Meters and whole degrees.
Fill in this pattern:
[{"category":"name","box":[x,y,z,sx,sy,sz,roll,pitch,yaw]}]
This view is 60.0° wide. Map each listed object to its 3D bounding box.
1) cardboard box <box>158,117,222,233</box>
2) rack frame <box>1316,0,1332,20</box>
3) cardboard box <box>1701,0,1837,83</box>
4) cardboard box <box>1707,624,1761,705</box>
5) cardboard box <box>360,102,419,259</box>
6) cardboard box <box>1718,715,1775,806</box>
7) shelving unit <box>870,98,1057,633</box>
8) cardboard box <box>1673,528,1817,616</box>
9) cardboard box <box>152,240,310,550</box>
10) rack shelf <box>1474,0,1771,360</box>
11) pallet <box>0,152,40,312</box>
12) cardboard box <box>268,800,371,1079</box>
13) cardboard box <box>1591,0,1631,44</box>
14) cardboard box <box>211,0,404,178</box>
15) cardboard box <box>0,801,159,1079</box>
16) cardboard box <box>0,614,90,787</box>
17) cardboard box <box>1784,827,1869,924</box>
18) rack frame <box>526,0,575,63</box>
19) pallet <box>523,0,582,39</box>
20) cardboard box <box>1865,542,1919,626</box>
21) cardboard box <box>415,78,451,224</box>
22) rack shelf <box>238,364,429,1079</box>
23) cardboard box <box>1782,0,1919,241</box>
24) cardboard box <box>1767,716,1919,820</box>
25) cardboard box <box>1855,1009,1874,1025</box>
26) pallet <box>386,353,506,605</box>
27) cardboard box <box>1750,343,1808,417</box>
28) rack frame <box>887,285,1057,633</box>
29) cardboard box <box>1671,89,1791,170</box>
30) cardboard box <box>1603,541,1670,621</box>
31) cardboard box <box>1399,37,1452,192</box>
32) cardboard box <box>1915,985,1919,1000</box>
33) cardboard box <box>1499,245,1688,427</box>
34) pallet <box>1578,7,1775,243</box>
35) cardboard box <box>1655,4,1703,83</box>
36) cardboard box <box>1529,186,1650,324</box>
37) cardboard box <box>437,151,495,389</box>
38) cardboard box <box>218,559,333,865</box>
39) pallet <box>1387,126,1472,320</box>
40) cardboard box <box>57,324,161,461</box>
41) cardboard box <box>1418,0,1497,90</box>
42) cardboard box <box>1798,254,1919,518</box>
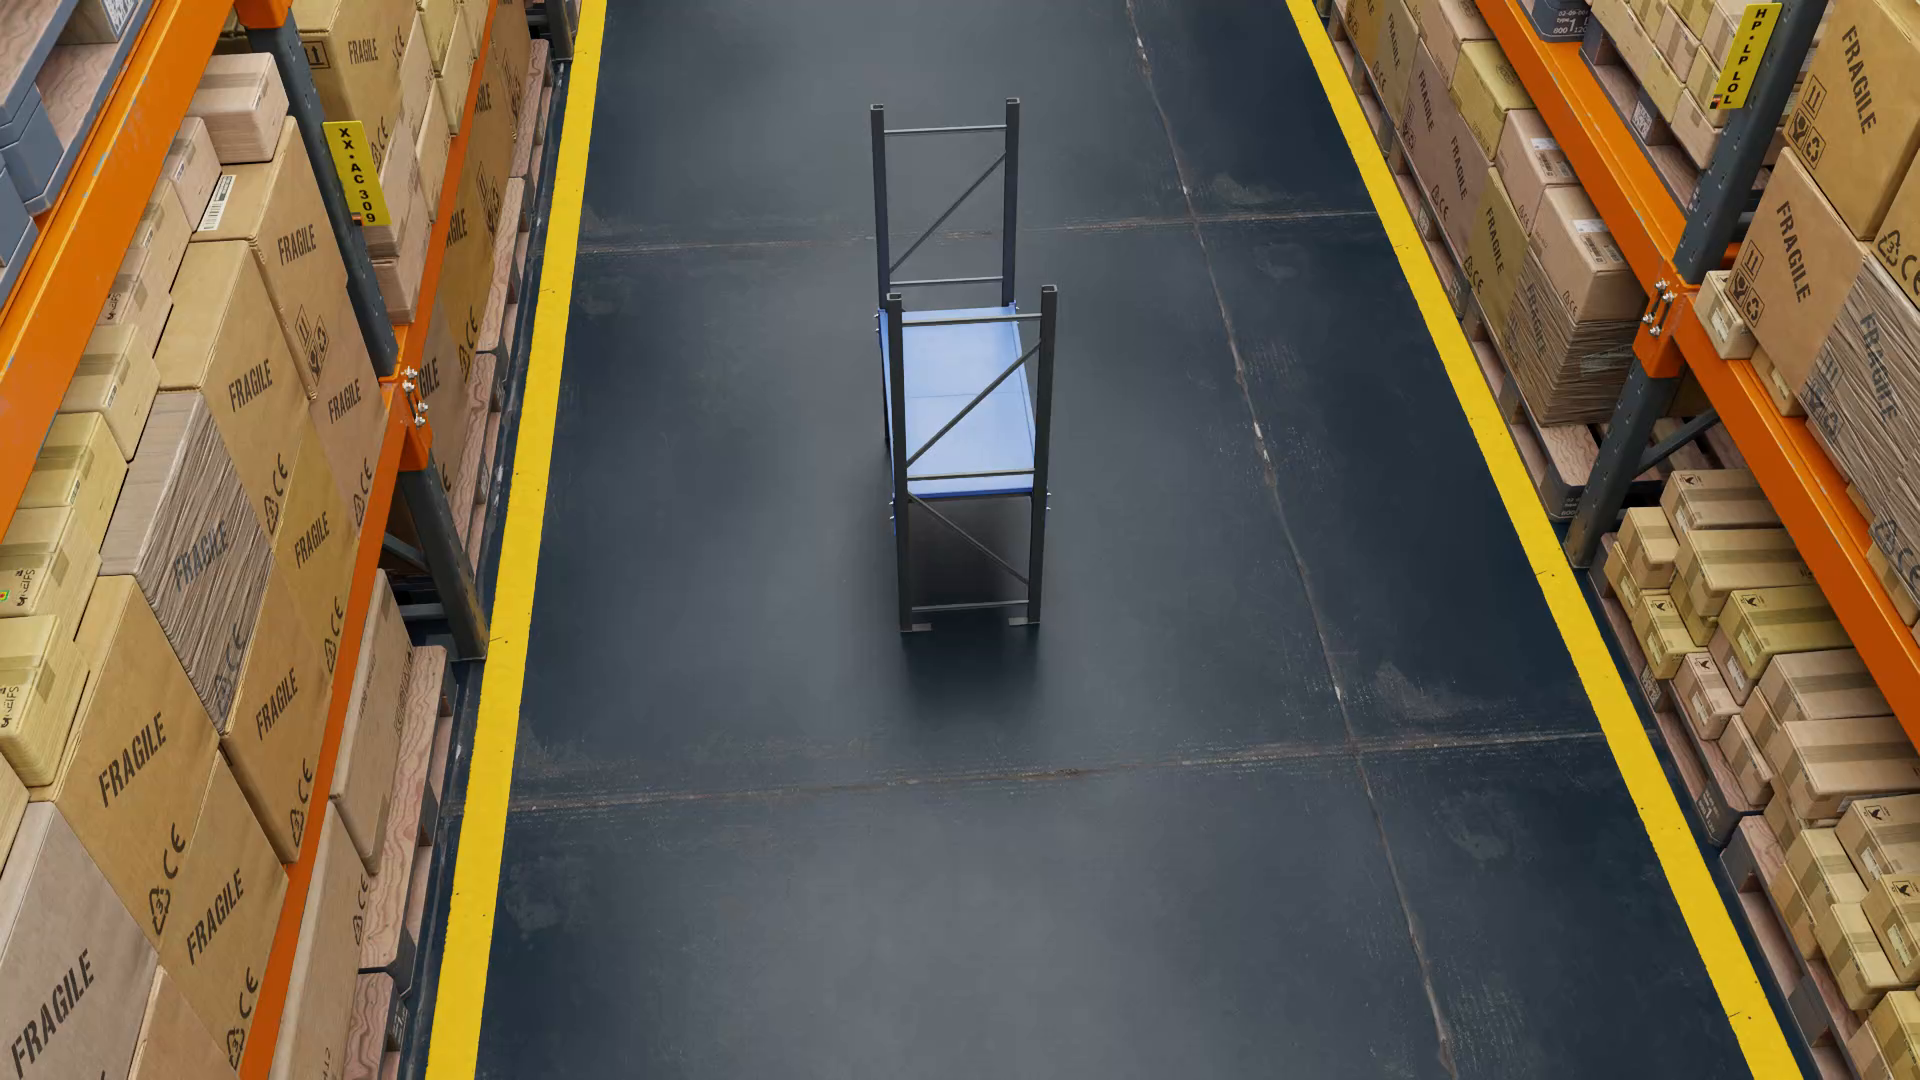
[{"category":"cardboard box","box":[-1.911,-0.820,3.756,0.380,0.149,0.250,-2,47,-2]},{"category":"rack frame","box":[2.421,-3.888,7.866,1.000,3.000,0.127,-3,47,-3]},{"category":"cardboard box","box":[2.528,-1.535,5.112,0.380,0.149,0.250,-2,47,-1]},{"category":"cardboard box","box":[2.635,0.373,5.300,0.380,0.149,0.250,-4,47,-4]},{"category":"cardboard box","box":[-1.924,-1.075,4.962,0.500,0.250,0.500,-5,47,-4]},{"category":"cardboard box","box":[2.632,0.675,5.219,0.380,0.149,0.250,-4,47,-4]},{"category":"shelving unit","box":[-0.007,-0.577,5.764,0.538,1.500,1.048,-3,47,-3]},{"category":"cardboard box","box":[2.543,0.102,5.352,0.380,0.149,0.250,-1,47,-1]},{"category":"cardboard box","box":[-1.819,-0.306,3.716,0.500,0.500,0.500,-4,47,-4]},{"category":"rack shelf","box":[2.589,-2.193,6.757,1.077,0.370,4.000,-3,47,-3]},{"category":"pallet","box":[-2.011,-0.147,2.319,1.003,0.211,1.213,-3,47,-3]},{"category":"cardboard box","box":[-2.147,1.226,4.499,0.875,0.438,0.875,-5,47,-4]},{"category":"cardboard box","box":[2.464,-1.877,5.845,0.380,0.149,0.250,-6,47,-5]},{"category":"cardboard box","box":[-1.918,-1.334,4.690,0.500,0.500,0.500,-3,47,-3]},{"category":"cardboard box","box":[-1.691,0.786,2.682,0.500,0.500,0.500,-4,47,-4]},{"category":"cardboard box","box":[-1.675,0.275,2.719,0.380,0.149,0.250,-5,47,-4]},{"category":"cardboard box","box":[2.612,0.956,4.748,0.380,0.149,0.250,-4,47,-4]},{"category":"rack frame","box":[-2.503,-3.514,7.512,1.000,3.000,0.127,-3,47,-3]},{"category":"pallet","box":[-2.567,-3.120,9.060,1.003,0.211,1.213,-3,47,-3]},{"category":"cardboard box","box":[2.597,0.073,4.288,0.380,0.149,0.250,-3,47,-3]},{"category":"cardboard box","box":[-1.987,-1.277,5.496,0.500,0.250,0.500,-5,47,-4]},{"category":"rack shelf","box":[-2.001,1.075,3.662,1.077,0.370,4.000,-3,47,-3]},{"category":"cardboard box","box":[2.551,-1.133,4.294,0.500,0.500,0.500,-2,47,-2]},{"category":"cardboard box","box":[2.597,0.659,4.825,0.380,0.149,0.250,-3,47,-2]},{"category":"cardboard box","box":[2.714,1.247,4.677,0.380,0.149,0.250,-2,47,-2]},{"category":"pallet","box":[-2.308,-0.214,6.308,1.003,0.211,1.213,-3,47,-3]},{"category":"cardboard box","box":[2.550,-0.500,4.831,0.380,0.149,0.250,-2,47,-2]},{"category":"rack frame","box":[0.035,-0.210,5.416,0.500,1.500,0.032,-3,47,-3]},{"category":"cardboard box","box":[2.526,-1.327,5.324,0.380,0.149,0.250,-4,47,-4]},{"category":"cardboard box","box":[2.467,0.125,5.740,0.380,0.149,0.250,-5,47,-5]},{"category":"cardboard box","box":[2.320,-1.911,7.426,0.500,0.500,0.500,-5,47,-4]},{"category":"cardboard box","box":[2.734,1.220,4.293,0.380,0.149,0.250,-5,47,-5]},{"category":"cardboard box","box":[2.443,-0.799,6.373,0.500,0.500,0.500,-4,47,-4]},{"category":"pallet","box":[2.837,-1.489,5.727,1.003,0.211,1.213,-3,47,-3]},{"category":"cardboard box","box":[2.503,-1.620,5.398,0.380,0.149,0.250,-3,47,-3]},{"category":"cardboard box","box":[2.442,-1.060,6.104,0.500,0.250,0.500,-5,47,-4]},{"category":"cardboard box","box":[-2.383,-1.130,6.429,0.875,0.875,0.875,-2,47,-2]},{"category":"cardboard box","box":[-1.769,0.401,3.736,0.500,0.500,0.500,-4,47,-4]},{"category":"pallet","box":[2.584,-1.483,7.509,1.003,0.211,1.213,-3,47,-3]},{"category":"cardboard box","box":[-1.804,-0.278,3.243,0.380,0.149,0.250,-4,47,-4]},{"category":"cardboard box","box":[2.309,-2.191,7.175,0.500,0.250,0.500,-3,47,-3]},{"category":"cardboard box","box":[2.595,-0.399,4.288,0.500,0.500,0.500,-3,47,-3]}]
